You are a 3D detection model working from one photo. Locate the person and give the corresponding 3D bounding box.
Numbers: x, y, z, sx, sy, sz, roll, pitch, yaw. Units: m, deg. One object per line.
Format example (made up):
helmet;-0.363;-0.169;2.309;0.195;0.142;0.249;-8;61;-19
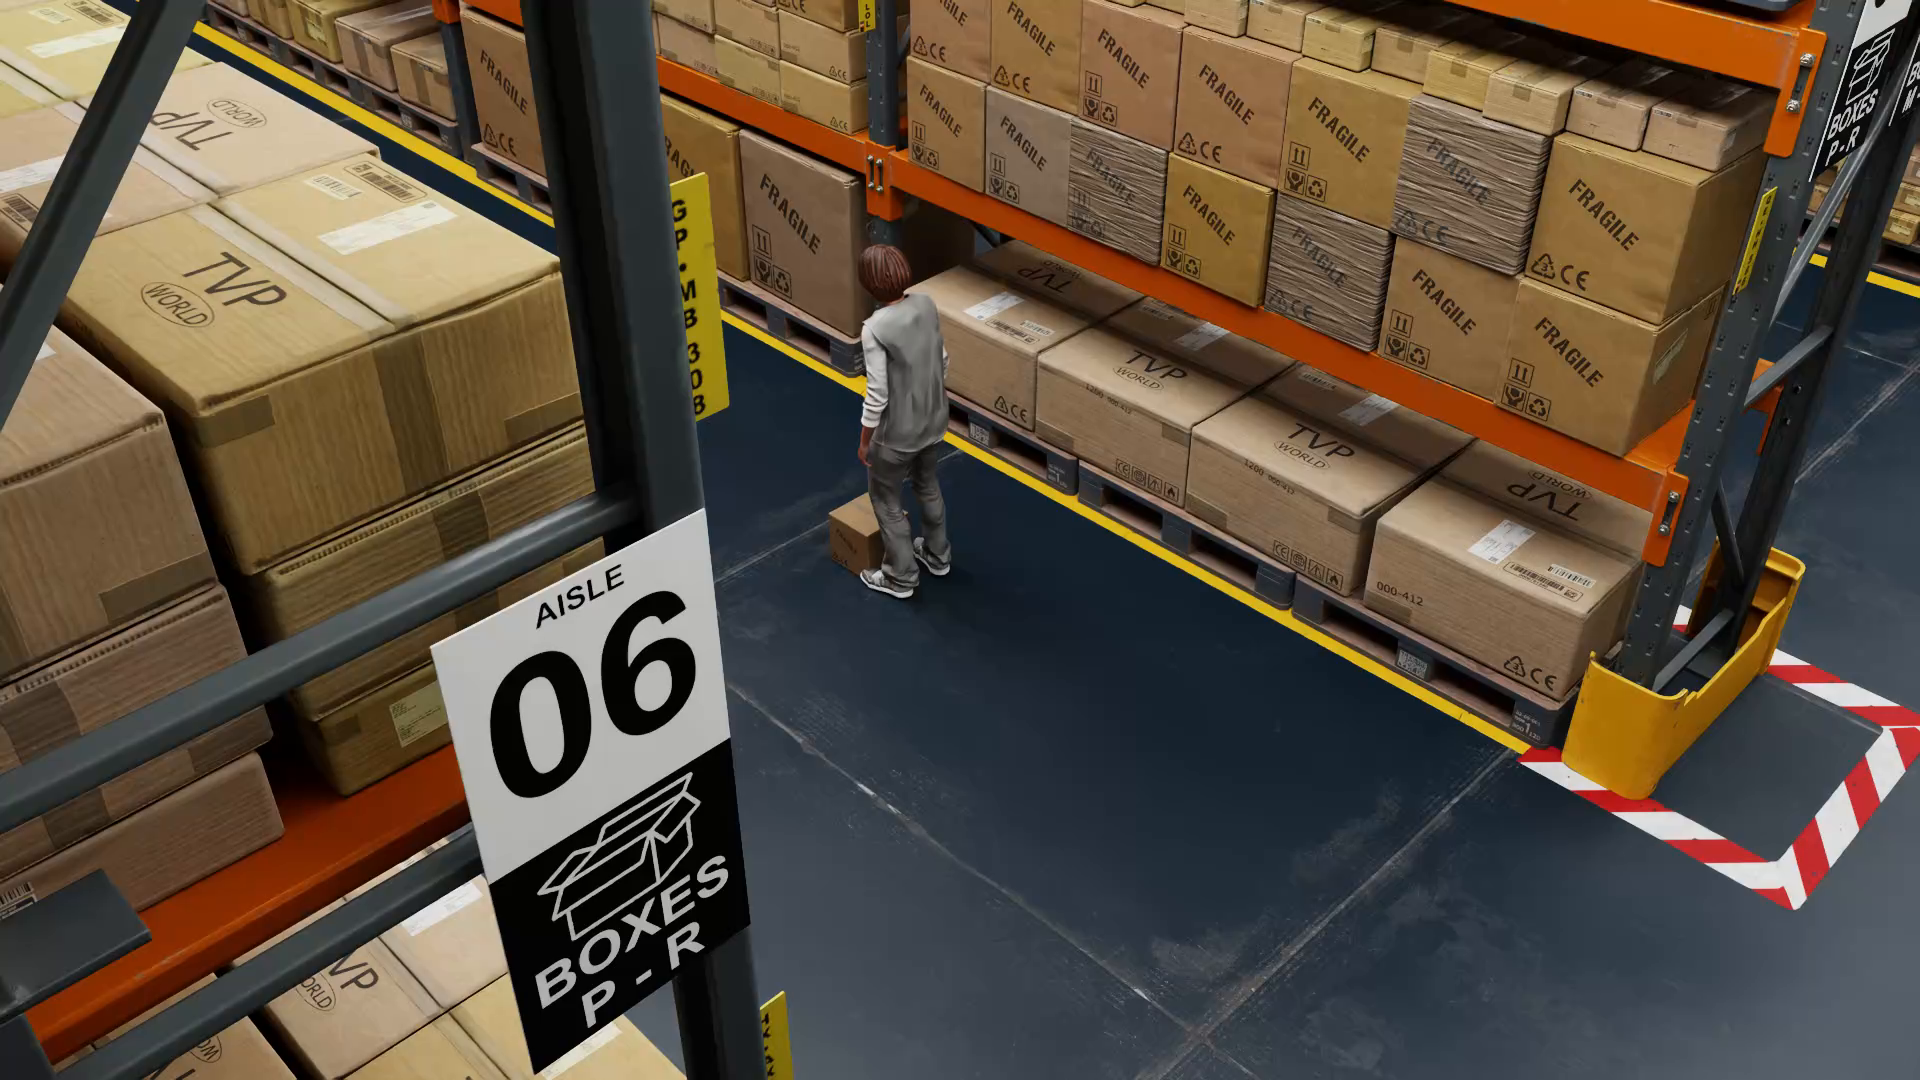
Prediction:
person;-0.228;-0.458;6.799;0.347;1.581;0.483;28;44;33
